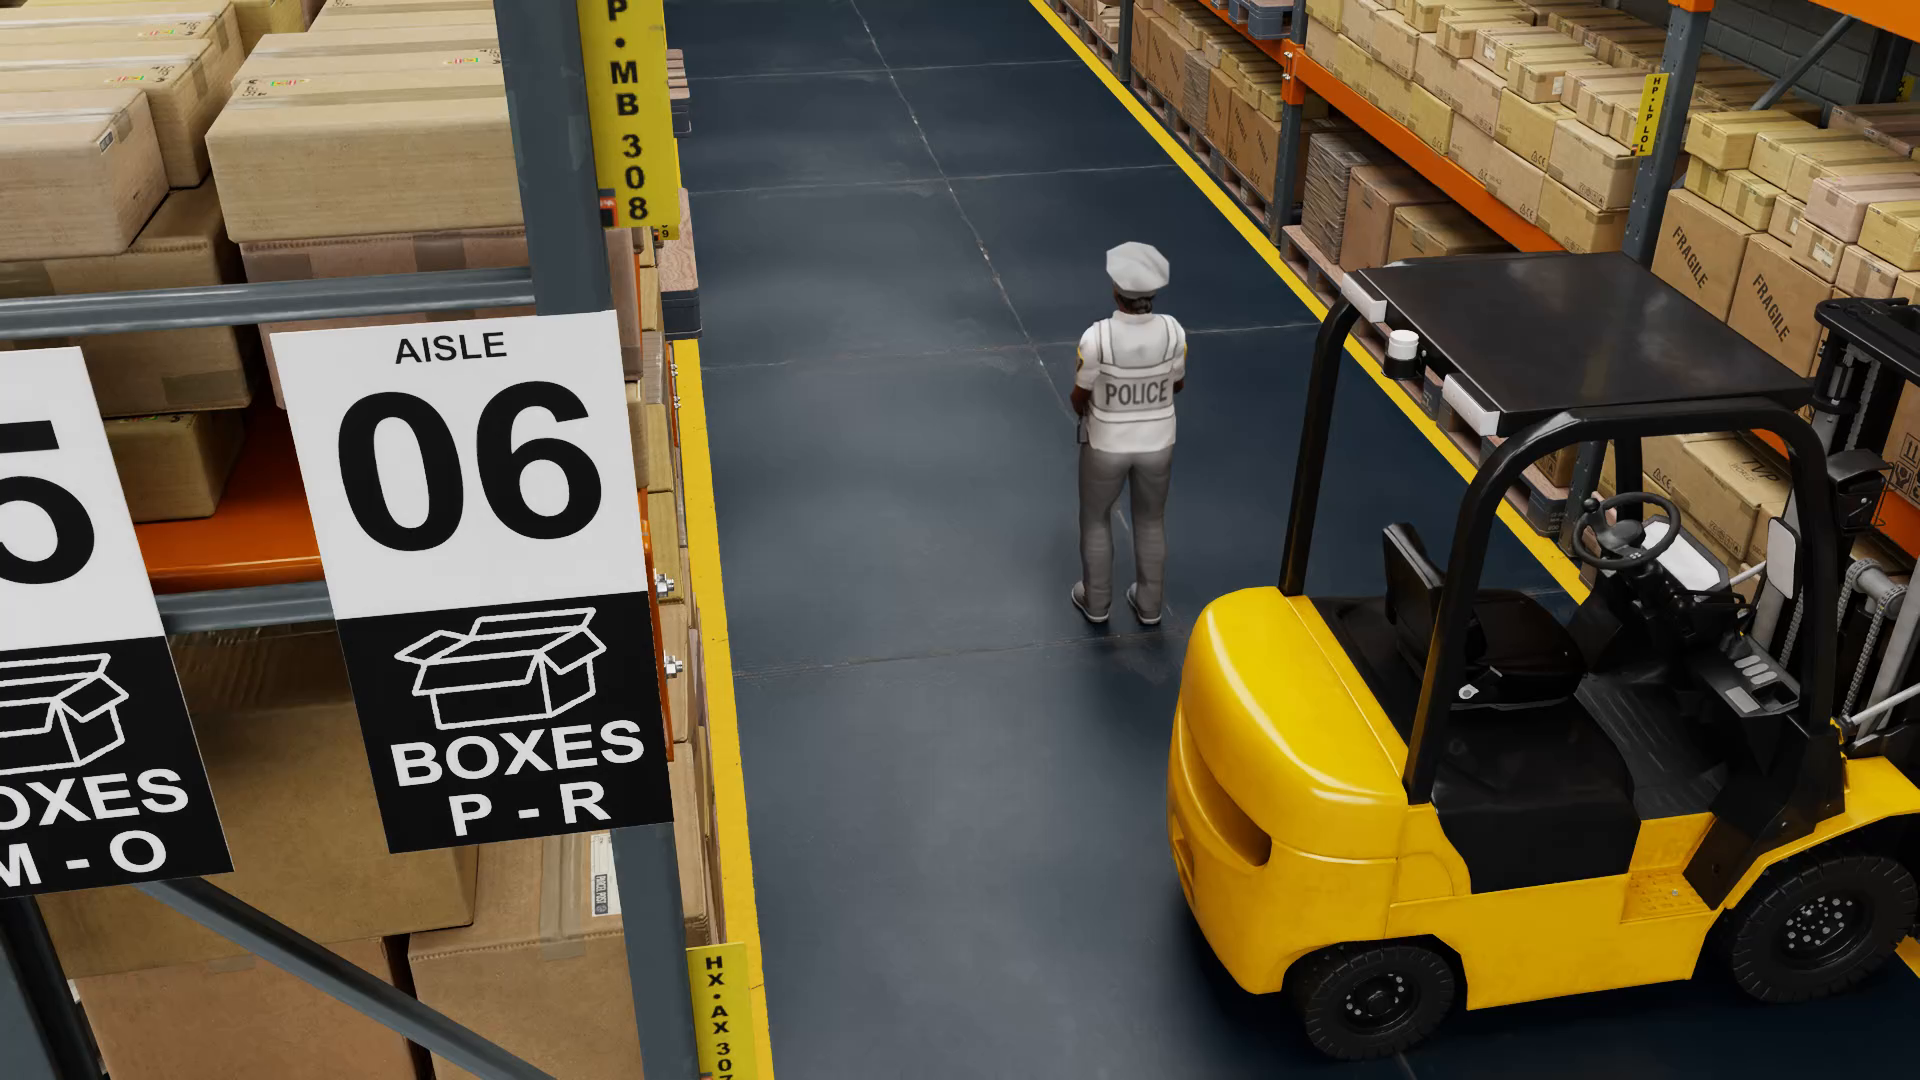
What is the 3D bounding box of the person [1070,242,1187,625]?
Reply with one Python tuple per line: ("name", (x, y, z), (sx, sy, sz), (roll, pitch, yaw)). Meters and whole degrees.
("person", (0.661, -0.434, 6.832), (0.464, 1.688, 0.506), (-5, 31, -9))
